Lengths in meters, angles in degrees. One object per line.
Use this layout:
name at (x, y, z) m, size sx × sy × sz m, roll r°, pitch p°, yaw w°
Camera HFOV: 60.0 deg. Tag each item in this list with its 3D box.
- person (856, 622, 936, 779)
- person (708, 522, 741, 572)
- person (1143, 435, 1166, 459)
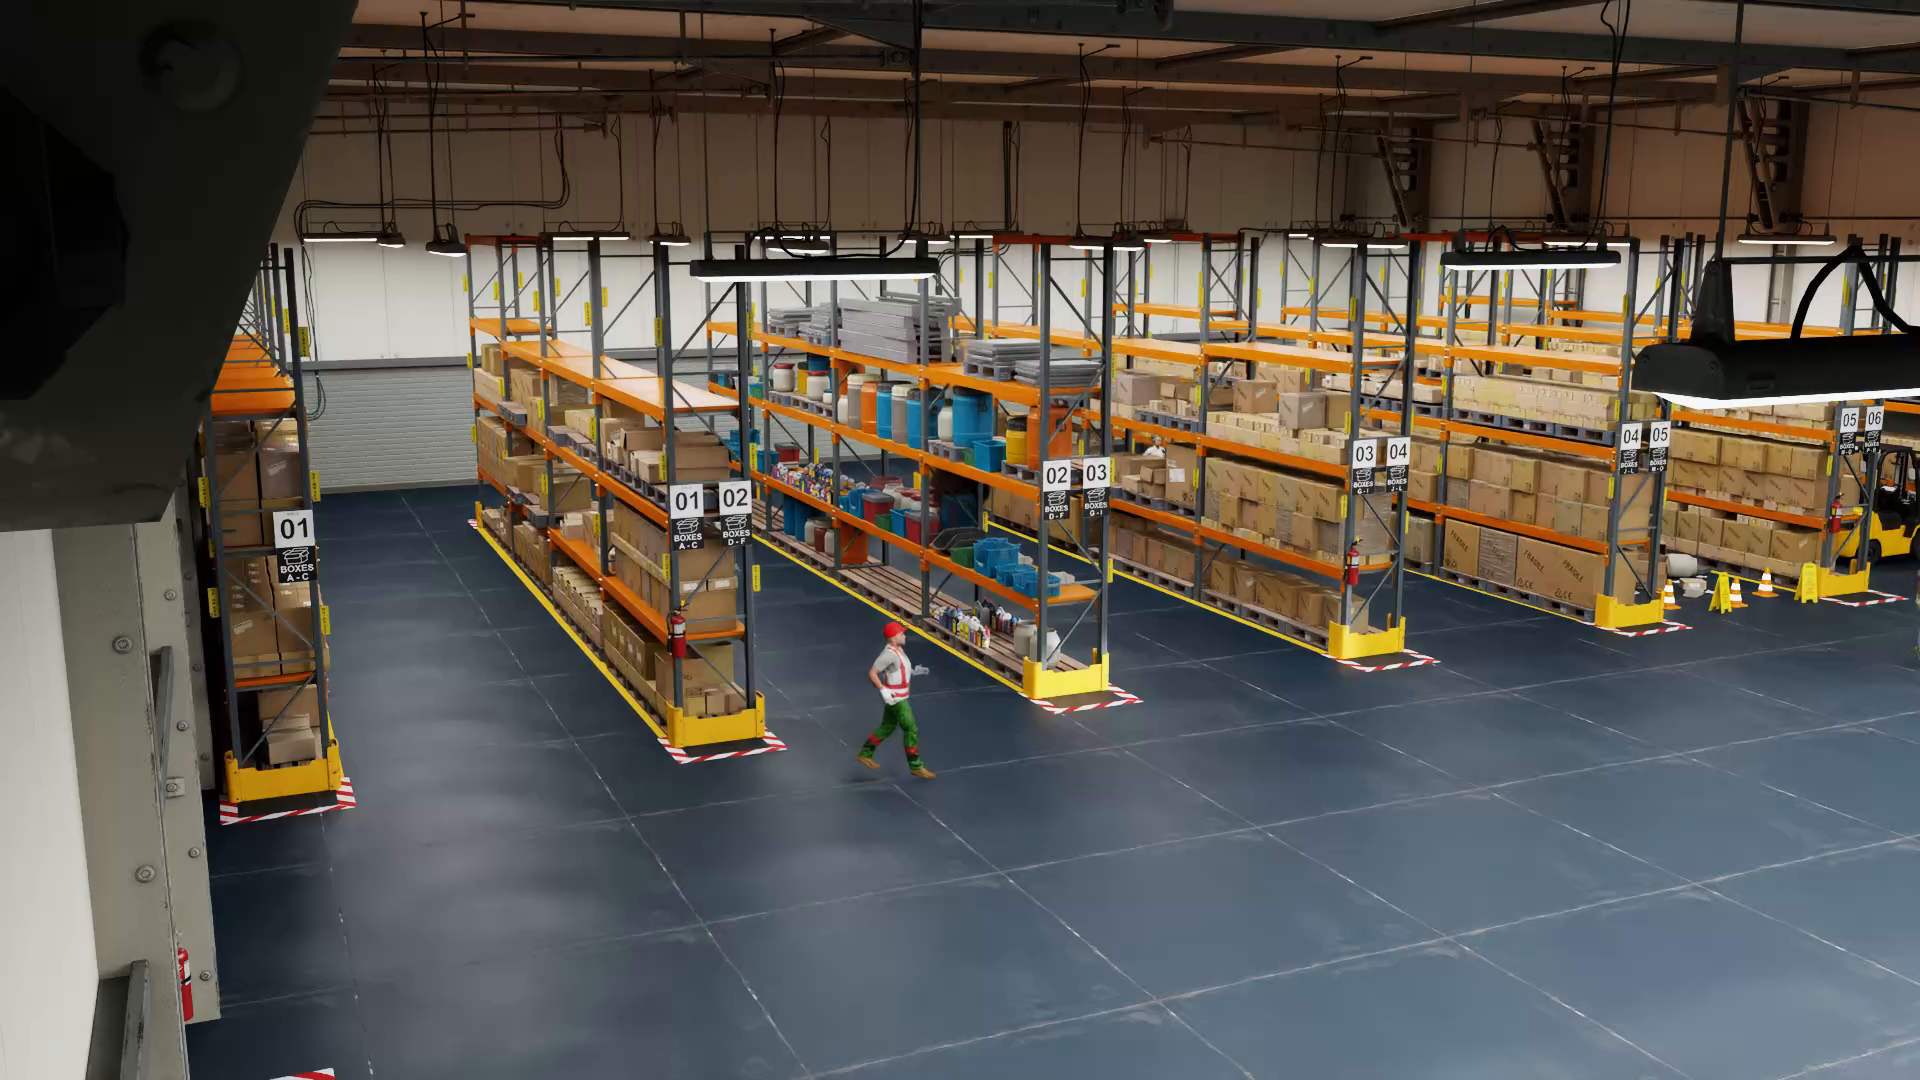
person at (-0.733, 1.812, 18.922) m, size 0.931 × 1.797 × 0.661 m, roll 0°, pitch 11°, yaw 2°
person at (-4.084, -0.181, 29.104) m, size 0.683 × 1.732 × 1.003 m, roll -7°, pitch 13°, yaw -33°
person at (4.298, -1.500, 36.585) m, size 0.618 × 1.668 × 0.655 m, roll -5°, pitch 12°, yaw -25°
